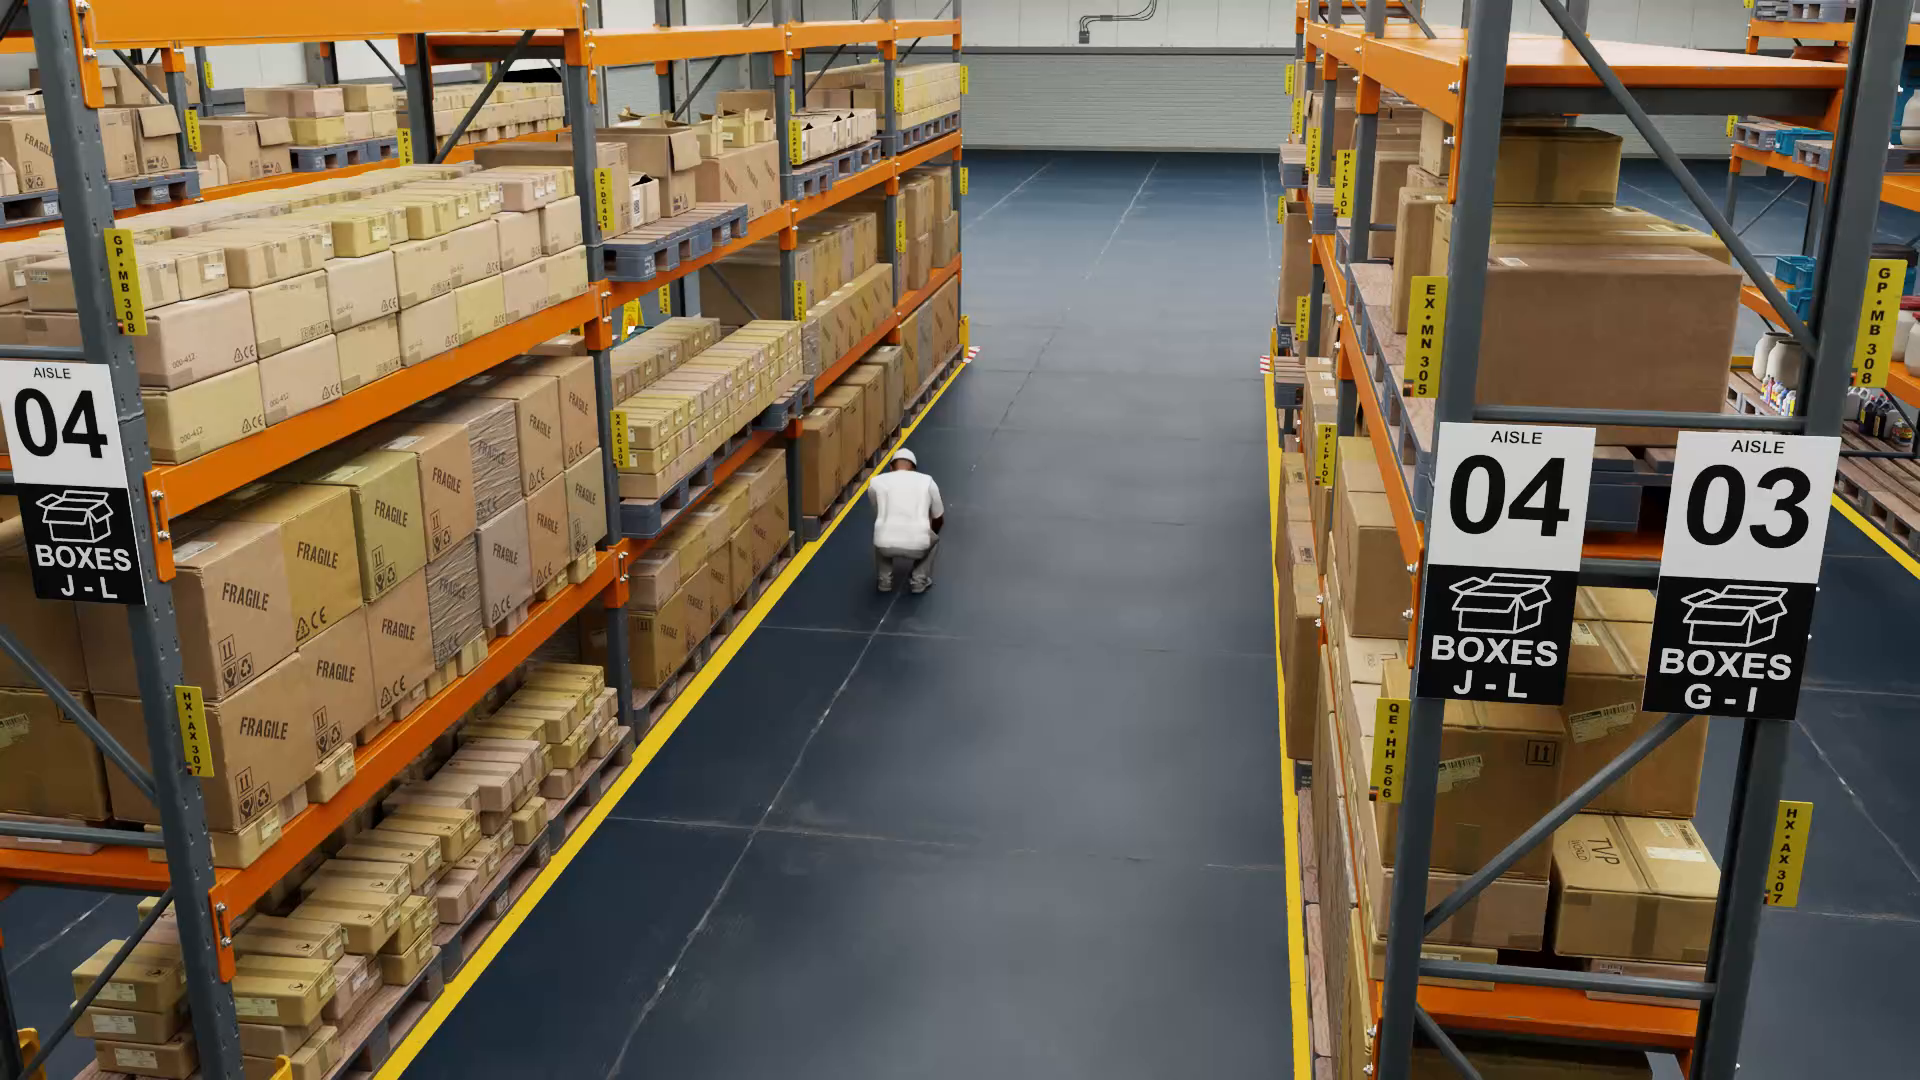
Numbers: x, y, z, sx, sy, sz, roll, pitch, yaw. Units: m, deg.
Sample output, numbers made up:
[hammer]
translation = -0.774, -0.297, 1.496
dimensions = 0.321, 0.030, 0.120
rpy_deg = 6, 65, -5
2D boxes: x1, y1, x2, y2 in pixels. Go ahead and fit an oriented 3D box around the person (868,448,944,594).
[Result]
[person]
translation = -0.430, -0.155, 12.768
dimensions = 0.578, 1.001, 0.889
rpy_deg = 2, 18, 7
